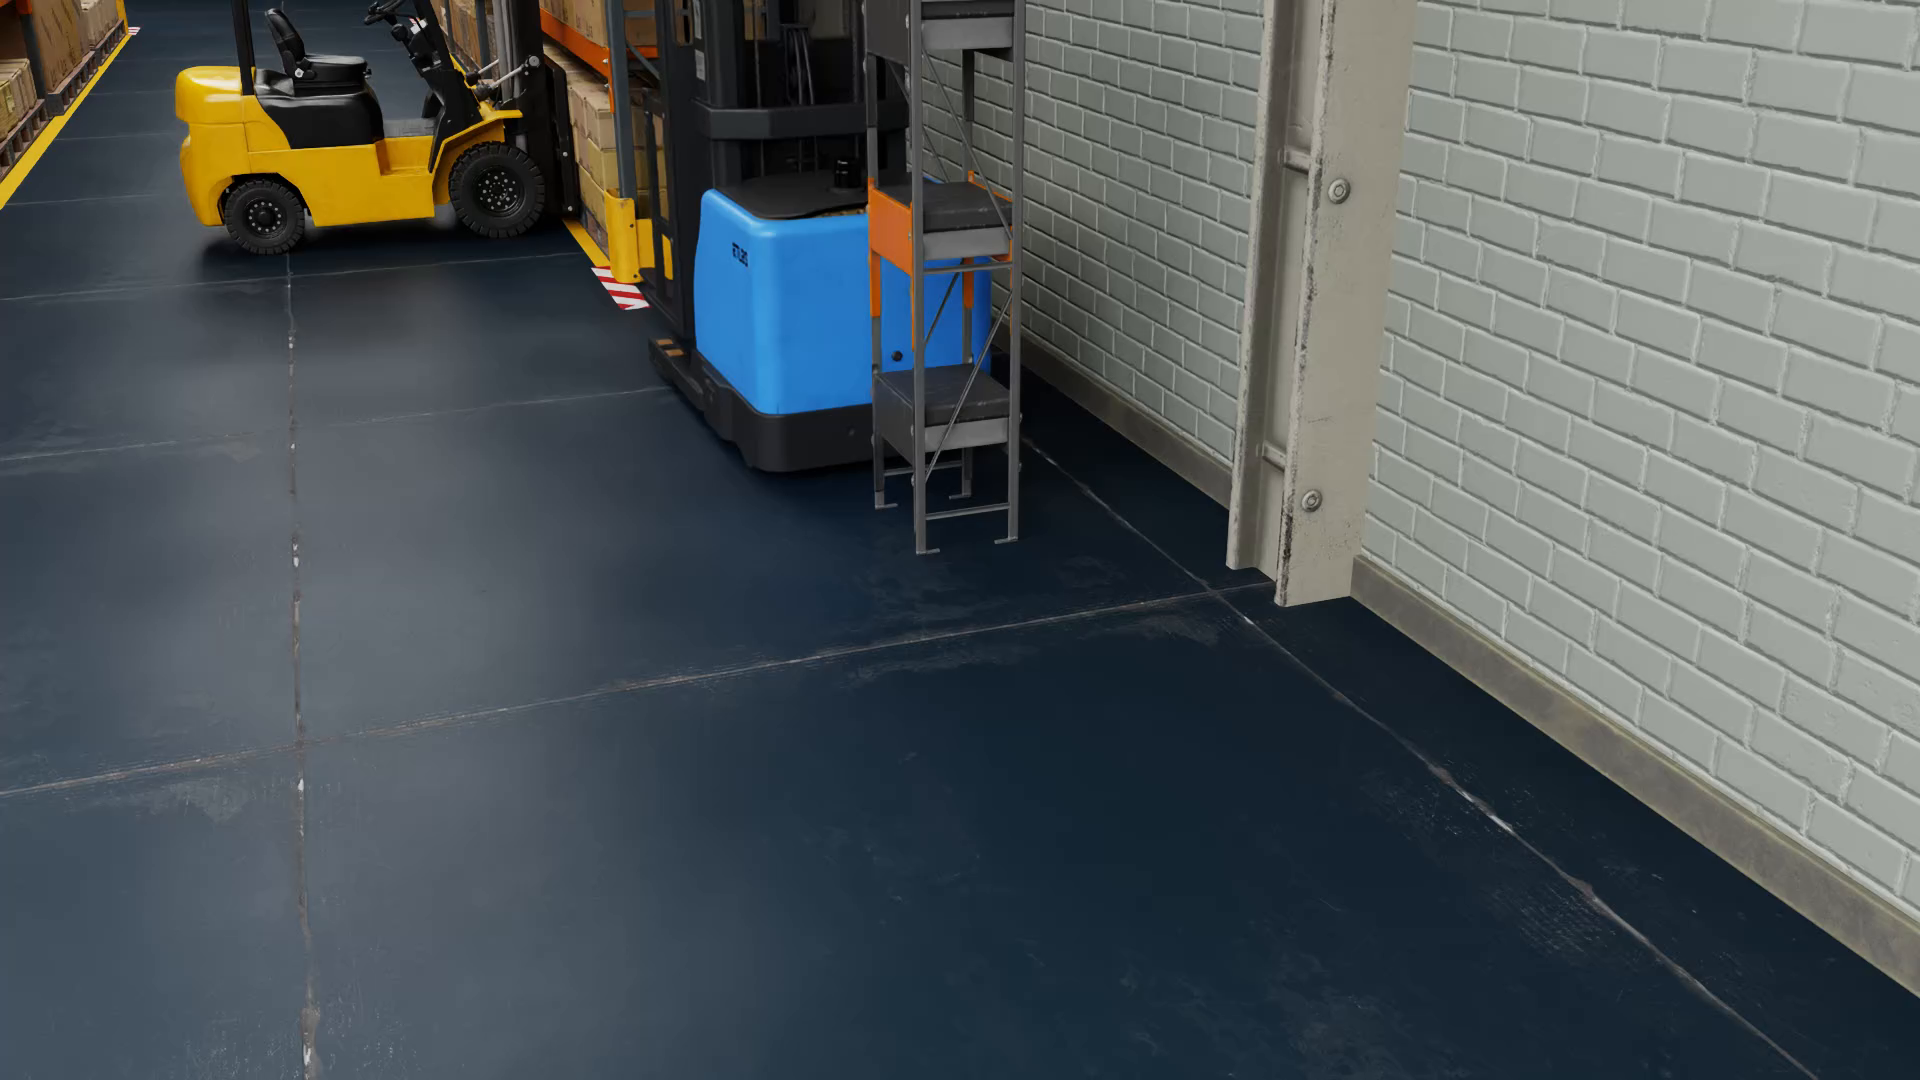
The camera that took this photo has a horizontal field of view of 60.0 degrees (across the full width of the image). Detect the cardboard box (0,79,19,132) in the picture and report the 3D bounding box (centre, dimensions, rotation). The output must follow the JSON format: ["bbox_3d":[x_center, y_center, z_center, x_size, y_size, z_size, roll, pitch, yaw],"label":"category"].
[{"bbox_3d":[-8.287,-3.505,13.547,0.950,0.372,0.625,-8,24,-17],"label":"cardboard box"}]

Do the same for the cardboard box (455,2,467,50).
[{"bbox_3d":[-5.448,-5.869,18.991,0.500,0.500,0.500,-9,25,-21],"label":"cardboard box"}]

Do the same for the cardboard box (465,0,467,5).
[{"bbox_3d":[-5.381,-6.116,18.742,0.380,0.149,0.250,-7,24,-17],"label":"cardboard box"}]

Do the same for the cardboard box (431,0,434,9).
[{"bbox_3d":[-6.798,-7.352,22.509,0.700,0.500,0.500,-7,24,-17],"label":"cardboard box"}]

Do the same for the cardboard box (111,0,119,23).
[{"bbox_3d":[-11.507,-6.966,21.674,0.875,0.438,0.875,-9,25,-21],"label":"cardboard box"}]

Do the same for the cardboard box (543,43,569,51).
[{"bbox_3d":[-3.075,-3.670,12.807,0.500,0.250,0.500,-9,24,-20],"label":"cardboard box"}]

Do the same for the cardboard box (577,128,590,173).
[{"bbox_3d":[-2.171,-2.523,10.729,0.500,0.250,0.500,-9,24,-20],"label":"cardboard box"}]

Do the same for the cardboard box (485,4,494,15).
[{"bbox_3d":[-4.777,-5.440,17.138,0.380,0.149,0.250,-10,25,-22],"label":"cardboard box"}]

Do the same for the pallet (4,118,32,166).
[{"bbox_3d":[-8.306,-3.261,13.715,1.003,0.211,1.213,-8,24,-19],"label":"pallet"}]

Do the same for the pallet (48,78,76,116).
[{"bbox_3d":[-9.216,-4.284,16.143,1.003,0.211,1.213,-8,24,-19],"label":"pallet"}]

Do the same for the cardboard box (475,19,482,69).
[{"bbox_3d":[-4.716,-5.121,17.215,0.500,0.500,0.500,-8,24,-17],"label":"cardboard box"}]

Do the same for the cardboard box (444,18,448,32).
[{"bbox_3d":[-6.250,-6.450,20.822,0.380,0.149,0.250,-9,25,-21],"label":"cardboard box"}]

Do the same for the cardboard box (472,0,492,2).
[{"bbox_3d":[-4.954,-5.637,17.604,0.380,0.149,0.250,-9,25,-21],"label":"cardboard box"}]

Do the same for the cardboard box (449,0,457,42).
[{"bbox_3d":[-5.818,-6.243,19.879,0.500,0.500,0.500,-7,24,-17],"label":"cardboard box"}]

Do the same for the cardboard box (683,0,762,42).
[{"bbox_3d":[-1.454,-3.312,10.118,0.500,0.500,0.500,-8,24,-17],"label":"cardboard box"}]

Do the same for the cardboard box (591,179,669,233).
[{"bbox_3d":[-2.001,-2.102,10.375,0.500,0.250,0.500,-8,24,-19],"label":"cardboard box"}]

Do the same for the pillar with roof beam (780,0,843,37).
[{"bbox_3d":[-4.969,-5.599,7.947,9.100,9.000,0.400,-8,24,-19],"label":"pillar with roof beam"}]

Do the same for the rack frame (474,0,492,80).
[{"bbox_3d":[-4.365,-5.955,16.517,1.000,3.000,0.127,-8,24,-19],"label":"rack frame"}]

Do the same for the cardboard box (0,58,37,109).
[{"bbox_3d":[-8.817,-4.049,14.836,0.950,0.372,0.625,-10,25,-23],"label":"cardboard box"}]

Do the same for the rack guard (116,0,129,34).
[{"bbox_3d":[-11.842,-7.036,22.300,1.175,0.500,0.348,-8,24,-19],"label":"rack guard"}]

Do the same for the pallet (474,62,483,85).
[{"bbox_3d":[-4.594,-4.946,17.714,1.003,0.211,1.213,-8,24,-19],"label":"pallet"}]

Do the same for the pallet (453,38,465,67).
[{"bbox_3d":[-5.456,-5.833,19.818,1.003,0.211,1.213,-8,24,-19],"label":"pallet"}]

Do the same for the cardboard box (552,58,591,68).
[{"bbox_3d":[-2.717,-3.304,11.938,0.500,0.250,0.500,-7,24,-17],"label":"cardboard box"}]

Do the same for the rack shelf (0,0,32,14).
[{"bbox_3d":[-8.301,-4.214,13.313,1.077,0.370,4.000,-8,24,-19],"label":"rack shelf"}]

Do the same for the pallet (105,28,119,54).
[{"bbox_3d":[-11.051,-6.172,20.622,1.003,0.211,1.213,-8,24,-19],"label":"pallet"}]

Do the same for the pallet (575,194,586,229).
[{"bbox_3d":[-2.276,-2.478,11.857,1.003,0.211,1.213,-8,24,-19],"label":"pallet"}]

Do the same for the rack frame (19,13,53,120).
[{"bbox_3d":[-9.008,-5.273,14.898,1.000,3.000,0.127,-8,24,-19],"label":"rack frame"}]

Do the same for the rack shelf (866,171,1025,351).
[{"bbox_3d":[-0.059,-1.015,5.990,0.431,0.518,0.480,-8,24,-19],"label":"rack shelf"}]

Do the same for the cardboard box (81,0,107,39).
[{"bbox_3d":[-10.859,-6.307,20.110,0.875,0.438,0.875,-9,25,-21],"label":"cardboard box"}]

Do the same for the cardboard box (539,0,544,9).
[{"bbox_3d":[-2.840,-4.164,12.138,0.500,0.500,0.500,-8,24,-18],"label":"cardboard box"}]

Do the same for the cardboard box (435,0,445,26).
[{"bbox_3d":[-6.432,-6.975,21.615,0.700,0.500,0.500,-9,25,-21],"label":"cardboard box"}]

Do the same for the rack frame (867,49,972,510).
[{"bbox_3d":[-0.145,-1.116,6.195,0.400,2.100,0.015,-8,24,-19],"label":"rack frame"}]

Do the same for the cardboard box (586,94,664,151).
[{"bbox_3d":[-1.994,-2.560,10.174,0.500,0.250,0.500,-8,24,-17],"label":"cardboard box"}]

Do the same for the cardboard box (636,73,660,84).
[{"bbox_3d":[-1.878,-3.000,11.218,0.500,0.250,0.500,-9,24,-19],"label":"cardboard box"}]

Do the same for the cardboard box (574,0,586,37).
[{"bbox_3d":[-2.133,-3.427,10.390,0.500,0.500,0.500,-8,24,-17],"label":"cardboard box"}]

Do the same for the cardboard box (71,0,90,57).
[{"bbox_3d":[-10.127,-5.726,18.169,0.875,0.875,0.875,-8,24,-17],"label":"cardboard box"}]

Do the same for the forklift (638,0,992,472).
[{"bbox_3d":[-0.890,-2.165,7.613,1.130,2.935,3.031,-9,25,-21],"label":"forklift"}]

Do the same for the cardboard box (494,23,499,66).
[{"bbox_3d":[-3.920,-4.589,15.793,0.875,0.625,0.625,-8,24,-17],"label":"cardboard box"}]

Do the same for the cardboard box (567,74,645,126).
[{"bbox_3d":[-2.367,-2.927,11.044,0.500,0.250,0.500,-8,24,-18],"label":"cardboard box"}]

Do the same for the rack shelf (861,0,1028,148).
[{"bbox_3d":[-0.059,-1.660,5.718,0.431,0.518,0.480,-8,24,-19],"label":"rack shelf"}]

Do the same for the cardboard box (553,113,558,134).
[{"bbox_3d":[-2.546,-2.890,11.600,0.500,0.250,0.500,-8,24,-19],"label":"cardboard box"}]

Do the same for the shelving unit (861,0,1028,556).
[{"bbox_3d":[-0.059,-1.028,5.985,0.431,2.100,0.503,-8,24,-19],"label":"shelving unit"}]

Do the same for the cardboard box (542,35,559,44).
[{"bbox_3d":[-3.414,-4.072,14.566,0.875,0.625,0.625,-9,24,-20],"label":"cardboard box"}]

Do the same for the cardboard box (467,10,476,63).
[{"bbox_3d":[-5.070,-5.494,18.100,0.500,0.500,0.500,-7,24,-17],"label":"cardboard box"}]

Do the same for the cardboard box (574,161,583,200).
[{"bbox_3d":[-2.336,-2.467,11.241,0.500,0.250,0.500,-8,24,-18],"label":"cardboard box"}]

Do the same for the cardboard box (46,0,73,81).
[{"bbox_3d":[-9.485,-5.074,16.621,0.875,0.875,0.875,-8,24,-18],"label":"cardboard box"}]

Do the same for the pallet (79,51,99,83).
[{"bbox_3d":[-10.078,-5.171,18.247,1.003,0.211,1.213,-8,24,-19],"label":"pallet"}]

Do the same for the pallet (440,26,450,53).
[{"bbox_3d":[-6.020,-6.373,21.099,1.003,0.211,1.213,-8,24,-19],"label":"pallet"}]

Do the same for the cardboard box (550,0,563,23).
[{"bbox_3d":[-2.502,-3.794,11.261,0.500,0.500,0.500,-8,24,-19],"label":"cardboard box"}]

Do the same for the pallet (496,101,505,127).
[{"bbox_3d":[-3.684,-3.923,15.286,1.003,0.211,1.213,-8,24,-19],"label":"pallet"}]
